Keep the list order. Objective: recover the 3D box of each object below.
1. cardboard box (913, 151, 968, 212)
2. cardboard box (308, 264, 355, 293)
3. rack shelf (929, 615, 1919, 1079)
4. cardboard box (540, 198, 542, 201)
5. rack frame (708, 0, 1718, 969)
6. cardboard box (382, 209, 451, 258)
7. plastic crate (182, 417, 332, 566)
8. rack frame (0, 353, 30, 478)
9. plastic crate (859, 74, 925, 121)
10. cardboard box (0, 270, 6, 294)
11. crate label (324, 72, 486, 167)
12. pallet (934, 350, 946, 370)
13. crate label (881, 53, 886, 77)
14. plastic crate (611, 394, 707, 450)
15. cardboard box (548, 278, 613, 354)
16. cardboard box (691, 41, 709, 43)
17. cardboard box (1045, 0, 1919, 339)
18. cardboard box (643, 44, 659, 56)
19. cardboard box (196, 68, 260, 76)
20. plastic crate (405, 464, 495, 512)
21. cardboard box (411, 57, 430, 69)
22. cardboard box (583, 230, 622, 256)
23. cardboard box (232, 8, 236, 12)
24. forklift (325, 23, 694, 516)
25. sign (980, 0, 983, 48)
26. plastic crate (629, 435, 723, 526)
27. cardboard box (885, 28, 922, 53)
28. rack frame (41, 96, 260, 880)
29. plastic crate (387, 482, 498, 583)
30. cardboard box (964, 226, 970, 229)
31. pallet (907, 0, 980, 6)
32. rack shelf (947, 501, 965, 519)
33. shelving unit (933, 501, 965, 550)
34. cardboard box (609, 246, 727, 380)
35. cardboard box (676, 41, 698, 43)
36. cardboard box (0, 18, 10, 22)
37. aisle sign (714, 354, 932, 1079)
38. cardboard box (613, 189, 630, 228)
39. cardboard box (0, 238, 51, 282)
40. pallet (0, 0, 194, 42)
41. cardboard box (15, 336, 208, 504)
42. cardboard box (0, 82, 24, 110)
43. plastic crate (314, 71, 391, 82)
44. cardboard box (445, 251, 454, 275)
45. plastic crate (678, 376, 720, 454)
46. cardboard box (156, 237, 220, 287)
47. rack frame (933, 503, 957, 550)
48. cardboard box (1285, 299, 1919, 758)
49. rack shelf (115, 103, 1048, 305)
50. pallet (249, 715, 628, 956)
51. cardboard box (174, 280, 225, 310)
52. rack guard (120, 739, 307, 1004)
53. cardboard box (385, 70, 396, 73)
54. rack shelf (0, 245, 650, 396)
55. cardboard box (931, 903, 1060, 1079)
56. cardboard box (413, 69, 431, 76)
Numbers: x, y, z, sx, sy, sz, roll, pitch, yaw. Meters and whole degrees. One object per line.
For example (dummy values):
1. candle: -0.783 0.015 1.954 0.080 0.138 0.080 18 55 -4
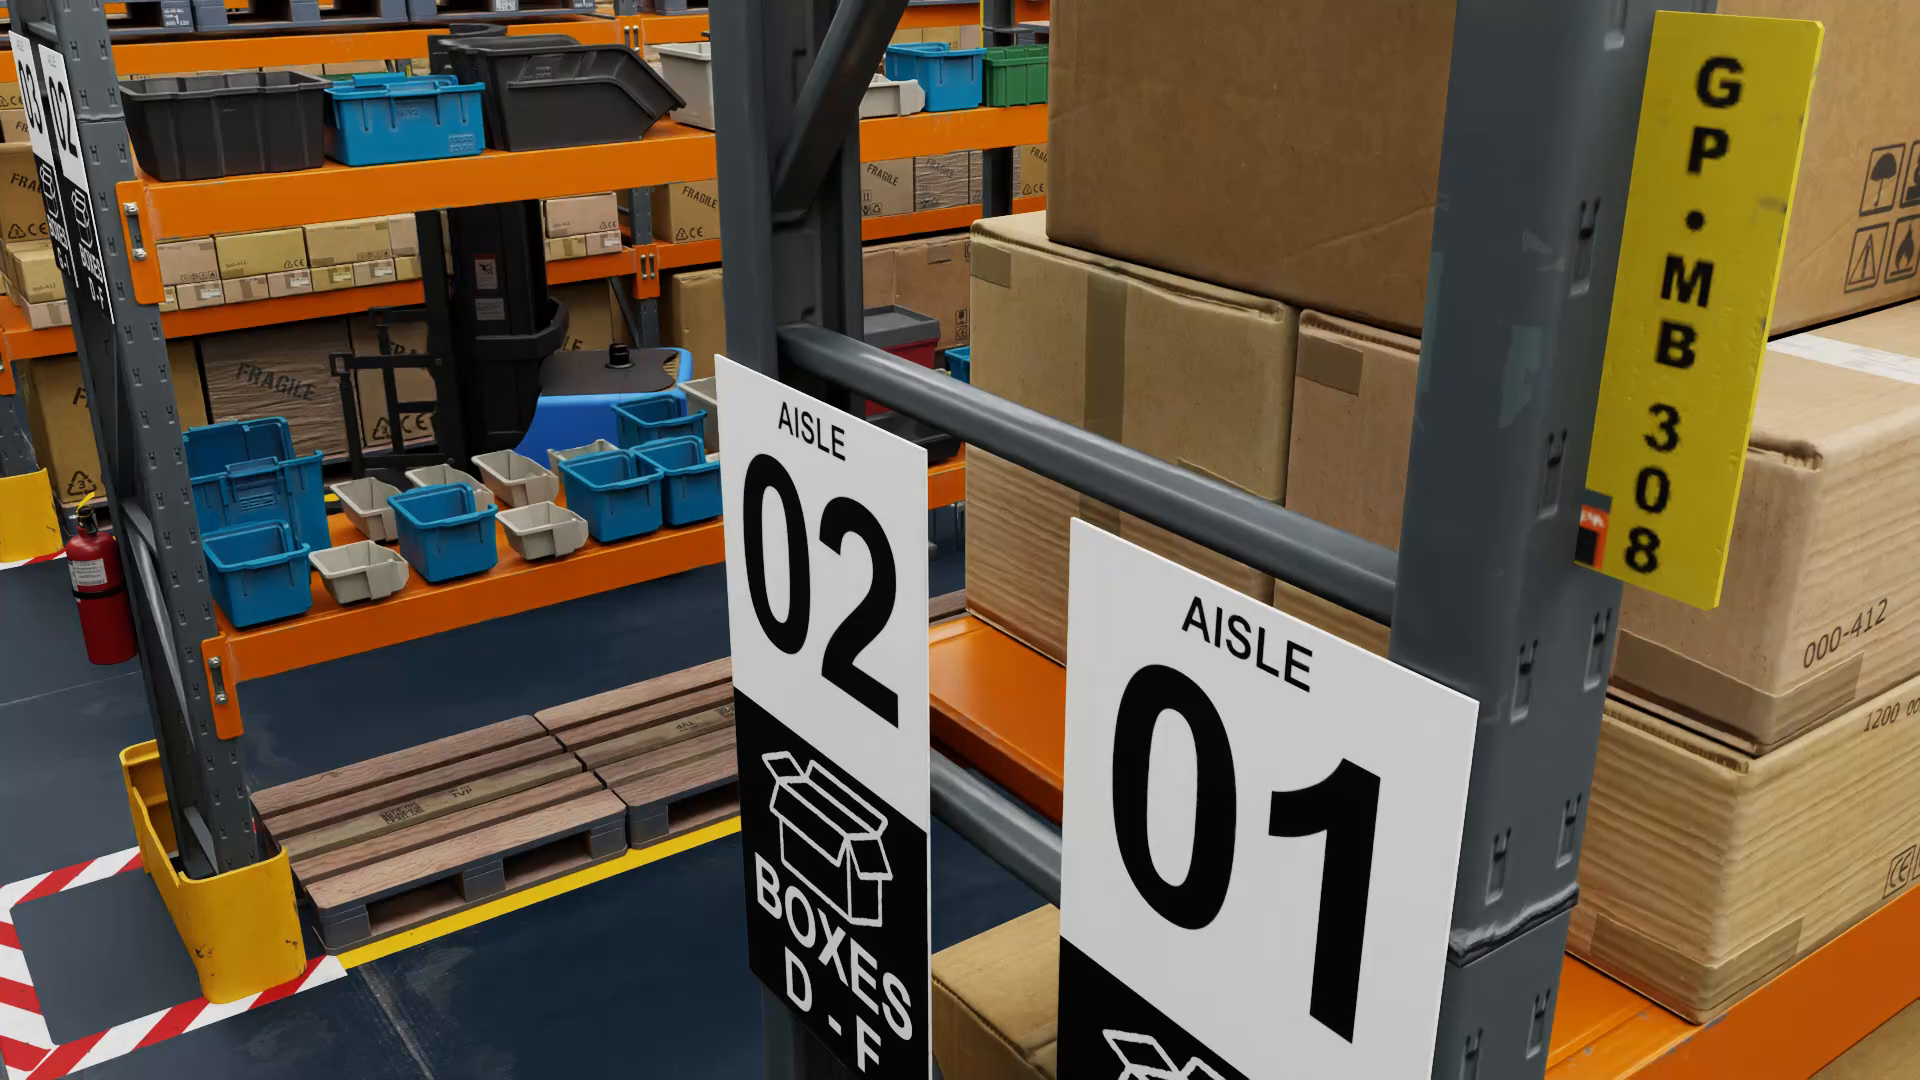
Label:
1. cardboard box: -0.284 -2.847 12.849 0.500 0.500 0.500 -16 27 -35
2. cardboard box: -3.965 -1.664 10.358 0.250 0.149 0.380 -16 27 -34
3. rack shelf: 1.712 0.019 2.724 4.000 0.370 1.077 -15 26 -33
4. cardboard box: -3.073 -2.465 10.816 0.500 0.500 0.500 -15 26 -32
5. rack frame: 0.089 -1.275 0.950 0.127 3.000 1.000 -15 26 -33
6. cardboard box: -3.485 -2.006 10.678 0.500 0.250 0.500 -14 26 -32
7. plastic crate: -2.639 -0.153 6.103 0.499 0.435 0.616 -15 26 -33
8. rack frame: -5.694 -1.470 9.532 0.127 3.000 1.000 -15 26 -33
9. plastic crate: -0.364 -1.726 6.484 0.466 0.136 0.293 -15 26 -33
10. cardboard box: -7.885 -2.142 13.695 0.250 0.149 0.380 -16 27 -35
11. crate label: -1.864 -1.406 5.527 0.502 0.251 0.408 -15 26 -33
12. pallet: -0.873 -1.496 13.360 1.213 0.211 1.003 -15 26 -33
13. crate label: -0.120 -2.097 7.413 0.466 0.136 0.293 -15 26 -33
14. plastic crate: -1.284 -0.451 7.125 0.300 0.233 0.416 -15 26 -33
15. cardboard box: -3.029 -1.425 11.720 0.875 0.875 0.875 -15 26 -33
16. cardboard box: -3.525 -6.574 22.096 0.250 0.149 0.380 -14 26 -31
17. cardboard box: 0.496 -0.509 1.593 0.500 0.500 0.700 -15 26 -33
18. cardboard box: -4.117 -6.372 21.590 0.250 0.149 0.380 -17 27 -36
19. cardboard box: -6.326 -4.096 14.227 0.500 0.500 0.500 -14 26 -31
20. plastic crate: -2.001 -0.174 6.561 0.243 0.136 0.396 -15 26 -33
21. cardboard box: -6.471 -5.823 19.968 0.500 0.250 0.500 -16 27 -34
22. cardboard box: -2.503 -2.054 11.336 0.250 0.149 0.380 -15 26 -33
23. cardboard box: -10.193 -7.200 23.192 0.500 0.500 0.700 -15 26 -32
24. forklift: -3.027 -1.273 9.132 3.031 2.935 1.130 -3 22 -6
25. sign: 0.126 -2.409 7.826 0.005 0.325 0.100 -15 26 -33
26. plastic crate: -1.096 -0.234 6.581 0.300 0.233 0.416 -15 26 -33
27. cardboard box: -0.819 -5.542 18.254 0.500 0.500 0.700 -15 26 -34
28. rack frame: -2.801 0.020 5.798 0.127 3.000 1.000 -15 26 -33
29. plastic crate: -1.874 -0.027 6.061 0.300 0.233 0.416 -15 26 -33
30. cardboard box: 0.228 -2.267 13.829 0.875 0.875 1.225 -16 27 -35
31. pallet: -0.598 -4.109 12.353 1.213 0.211 1.003 -14 25 -30
32. rack shelf: -0.007 -0.218 9.804 0.200 0.077 0.258 -15 26 -33
33. shelving unit: -0.007 -0.416 9.725 0.210 0.900 0.258 -15 26 -33
34. cardboard box: -1.939 -1.688 12.380 0.875 0.875 1.225 -15 26 -33
35. cardboard box: -3.641 -6.822 21.843 0.500 0.500 0.500 -14 26 -32
36. cardboard box: -10.097 -5.208 17.416 0.500 0.500 0.500 -15 26 -33
37. aisle sign: -0.146 0.226 1.774 0.004 0.787 0.394 -15 26 -33
38. cardboard box: -2.227 -2.565 12.143 0.500 0.500 0.500 -15 26 -33
39. cardboard box: -5.456 -1.723 9.968 0.500 0.250 0.500 -15 26 -34
40. pallet: -5.098 -2.986 9.403 1.213 0.211 1.003 -15 26 -33
41. cardboard box: -5.221 -0.841 10.256 0.875 0.875 0.875 -15 26 -33
42. cardboard box: -7.583 -3.761 13.390 0.500 0.500 0.500 -14 26 -31
43. plastic crate: -2.167 -1.574 6.032 0.336 0.188 0.450 -15 26 -33
44. cardboard box: -3.338 -1.831 10.778 0.250 0.149 0.380 -14 26 -32
45. plastic crate: -0.901 -0.543 7.289 0.530 0.282 0.437 -15 26 -33
46. cardboard box: -4.728 -1.675 9.849 0.500 0.250 0.500 -15 26 -33
47. rack frame: -0.089 -0.394 9.670 0.006 0.900 0.240 -15 26 -33
48. cardboard box: 0.658 -0.077 1.523 0.500 0.250 0.500 -15 26 -33
49. rack shelf: -1.178 -1.472 6.461 4.000 0.370 1.077 -15 26 -33
50. pallet: -2.109 1.149 6.733 1.213 0.211 1.003 -15 26 -33
51. cardboard box: -4.587 -1.499 9.945 0.250 0.149 0.380 -15 26 -34
52. rack guard: -2.813 1.190 6.239 0.348 0.500 1.175 -15 26 -33
53. cardboard box: -6.879 -5.482 19.789 0.500 0.250 0.500 -15 26 -33
54. rack shelf: -4.070 -1.569 10.751 4.000 0.370 1.077 -15 26 -33
55. cardboard box: 0.289 0.821 2.307 0.500 0.500 0.500 -15 26 -33
56. cardboard box: -5.050 -4.350 15.720 0.250 0.149 0.380 -14 25 -30
